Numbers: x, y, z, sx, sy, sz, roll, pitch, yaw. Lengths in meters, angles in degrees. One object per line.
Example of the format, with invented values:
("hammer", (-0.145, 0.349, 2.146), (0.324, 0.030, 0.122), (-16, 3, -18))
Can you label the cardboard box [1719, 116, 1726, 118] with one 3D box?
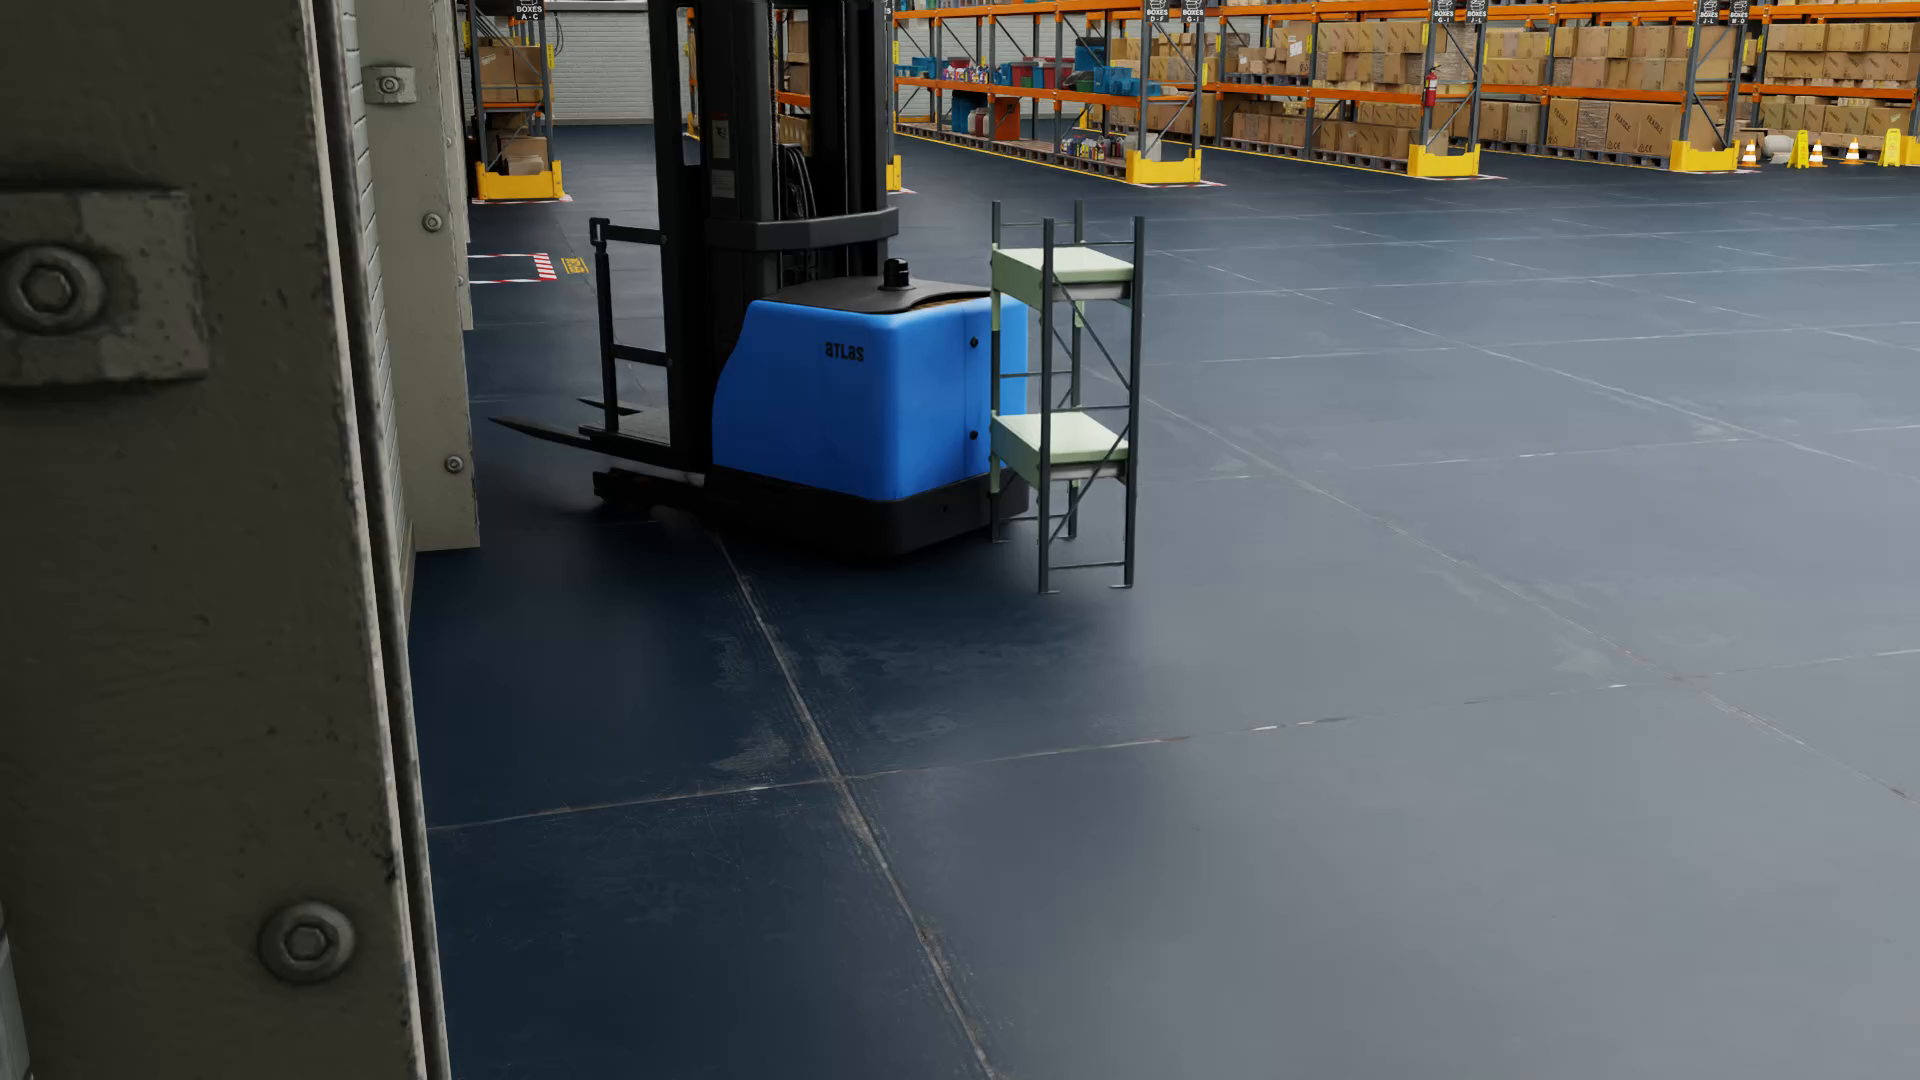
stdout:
("cardboard box", (15.929, -8.846, 35.526), (0.950, 0.372, 0.625), (-4, 17, -13))

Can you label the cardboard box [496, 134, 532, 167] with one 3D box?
("cardboard box", (-7.024, -6.139, 26.256), (0.500, 0.500, 0.500), (-6, 18, -19))

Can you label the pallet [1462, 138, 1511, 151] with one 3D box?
("pallet", (11.114, -8.159, 34.246), (1.003, 0.211, 1.213), (-5, 17, -15))

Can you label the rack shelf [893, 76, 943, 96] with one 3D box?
("rack shelf", (-0.570, -10.614, 38.825), (1.077, 0.370, 4.000), (-5, 17, -15))

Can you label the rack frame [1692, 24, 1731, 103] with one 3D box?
("rack frame", (19.042, -11.974, 42.101), (1.000, 3.000, 0.127), (-5, 17, -15))

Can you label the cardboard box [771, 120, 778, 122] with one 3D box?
("cardboard box", (-3.391, -7.465, 30.166), (0.500, 0.311, 0.500), (-5, 17, -16))

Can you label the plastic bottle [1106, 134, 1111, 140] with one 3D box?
("plastic bottle", (2.632, -6.980, 29.313), (0.144, 0.351, 0.185), (-5, 17, -17))

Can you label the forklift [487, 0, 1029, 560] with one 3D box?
("forklift", (-1.141, -1.644, 7.831), (3.031, 2.935, 1.130), (13, 21, 37))

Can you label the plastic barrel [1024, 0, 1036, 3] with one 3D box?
("plastic barrel", (1.470, -10.355, 30.625), (0.600, 0.901, 0.708), (-5, 17, -15))

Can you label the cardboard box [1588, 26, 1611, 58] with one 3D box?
("cardboard box", (12.085, -9.130, 30.494), (0.875, 0.550, 0.550), (-5, 17, -15))

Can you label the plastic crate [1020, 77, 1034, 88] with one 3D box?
("plastic crate", (1.428, -8.551, 31.073), (0.450, 0.188, 0.662), (-5, 17, -15))

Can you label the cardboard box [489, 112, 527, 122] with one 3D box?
("cardboard box", (-8.523, -7.901, 31.549), (0.750, 0.750, 0.750), (-5, 17, -16))

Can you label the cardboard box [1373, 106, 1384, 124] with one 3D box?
("cardboard box", (9.791, -9.650, 37.979), (0.500, 0.500, 0.500), (-4, 17, -14))

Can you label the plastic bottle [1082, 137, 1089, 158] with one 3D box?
("plastic bottle", (2.170, -6.709, 28.413), (0.144, 0.351, 0.185), (-5, 17, -16))

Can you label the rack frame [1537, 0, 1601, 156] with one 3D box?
("rack frame", (11.737, -8.949, 32.029), (1.000, 3.000, 0.127), (-5, 17, -15))

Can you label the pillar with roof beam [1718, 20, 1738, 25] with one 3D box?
("pillar with roof beam", (15.578, -14.771, 40.984), (9.100, 9.000, 0.400), (-5, 17, -15))

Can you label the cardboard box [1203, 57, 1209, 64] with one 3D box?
("cardboard box", (5.336, -9.994, 35.335), (0.500, 0.500, 0.500), (-5, 17, -16))

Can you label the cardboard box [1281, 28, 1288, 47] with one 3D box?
("cardboard box", (8.452, -12.653, 41.932), (0.500, 0.500, 0.500), (-4, 17, -14))

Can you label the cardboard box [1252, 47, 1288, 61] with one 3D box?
("cardboard box", (6.278, -9.647, 33.451), (0.700, 0.500, 0.500), (-2, 17, -7))

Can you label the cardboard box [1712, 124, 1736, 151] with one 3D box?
("cardboard box", (14.386, -7.675, 31.891), (0.797, 0.637, 0.503), (-5, 17, -15))

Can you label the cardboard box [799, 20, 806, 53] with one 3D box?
("cardboard box", (-2.180, -8.071, 26.678), (0.700, 0.500, 0.500), (-5, 17, -15))

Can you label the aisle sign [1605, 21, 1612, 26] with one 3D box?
("aisle sign", (17.641, -14.321, 45.396), (0.394, 0.787, 0.004), (-5, 17, -15))

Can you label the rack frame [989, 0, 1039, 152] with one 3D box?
("rack frame", (1.079, -9.299, 33.196), (1.000, 3.000, 0.127), (-5, 17, -15))

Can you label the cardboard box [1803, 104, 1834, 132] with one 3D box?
("cardboard box", (16.671, -8.136, 32.070), (0.500, 0.500, 0.500), (-4, 17, -12))

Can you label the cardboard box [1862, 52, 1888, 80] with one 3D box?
("cardboard box", (17.021, -8.719, 30.574), (0.500, 0.500, 0.500), (-5, 17, -15))

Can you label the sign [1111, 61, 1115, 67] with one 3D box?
("sign", (2.710, -8.366, 29.608), (0.100, 0.325, 0.005), (-5, 17, -15))

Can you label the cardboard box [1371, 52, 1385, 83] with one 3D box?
("cardboard box", (7.566, -8.093, 28.490), (0.875, 0.500, 0.500), (-5, 17, -15))

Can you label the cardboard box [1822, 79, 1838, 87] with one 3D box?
("cardboard box", (16.686, -8.713, 31.681), (0.380, 0.149, 0.250), (-5, 17, -15))

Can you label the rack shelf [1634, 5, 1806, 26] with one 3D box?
("rack shelf", (15.919, -11.013, 34.938), (1.077, 0.370, 4.000), (-5, 17, -15))

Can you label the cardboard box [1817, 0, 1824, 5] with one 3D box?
("cardboard box", (16.605, -10.295, 31.733), (0.380, 0.149, 0.250), (-5, 18, -17))

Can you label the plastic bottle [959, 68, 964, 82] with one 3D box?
("plastic bottle", (0.059, -9.868, 35.305), (0.152, 0.276, 0.135), (-5, 17, -15))

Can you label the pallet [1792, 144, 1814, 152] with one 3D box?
("pallet", (16.687, -7.850, 33.217), (1.003, 0.211, 1.213), (-5, 17, -15))

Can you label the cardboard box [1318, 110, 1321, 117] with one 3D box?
("cardboard box", (8.995, -10.425, 40.654), (0.380, 0.149, 0.250), (-5, 17, -15))

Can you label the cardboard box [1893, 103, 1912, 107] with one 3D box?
("cardboard box", (20.880, -9.184, 36.210), (0.875, 0.625, 0.625), (-5, 17, -16))

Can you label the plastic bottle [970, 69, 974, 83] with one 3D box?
("plastic bottle", (0.243, -9.638, 34.526), (0.061, 0.283, 0.133), (-5, 17, -15))

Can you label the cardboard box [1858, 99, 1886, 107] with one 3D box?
("cardboard box", (16.932, -8.113, 30.865), (0.380, 0.149, 0.250), (-4, 17, -14))

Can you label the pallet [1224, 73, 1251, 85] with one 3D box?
("pallet", (6.139, -9.410, 33.899), (1.213, 0.211, 1.003), (-5, 17, -15))

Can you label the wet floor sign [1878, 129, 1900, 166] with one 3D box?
("wet floor sign", (16.592, -6.997, 29.624), (0.267, 0.644, 0.232), (1, 17, 4))

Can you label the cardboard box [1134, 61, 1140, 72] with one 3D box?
("cardboard box", (4.368, -10.969, 38.500), (0.500, 0.250, 0.500), (-5, 17, -16))

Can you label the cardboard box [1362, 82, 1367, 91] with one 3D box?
("cardboard box", (7.248, -7.902, 28.979), (0.380, 0.149, 0.250), (-5, 17, -15))

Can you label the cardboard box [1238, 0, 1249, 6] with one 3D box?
("cardboard box", (5.866, -10.764, 33.117), (0.500, 0.250, 0.500), (-4, 17, -14))

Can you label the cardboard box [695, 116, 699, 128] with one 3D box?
("cardboard box", (-5.869, -9.704, 38.559), (0.500, 0.250, 0.500), (-5, 17, -15))

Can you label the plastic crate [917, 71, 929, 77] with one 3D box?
("plastic crate", (-0.788, -10.766, 38.433), (0.293, 0.136, 0.466), (-5, 17, -15))

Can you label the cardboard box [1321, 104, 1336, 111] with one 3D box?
("cardboard box", (9.007, -10.496, 40.371), (0.380, 0.149, 0.250), (-5, 17, -16))

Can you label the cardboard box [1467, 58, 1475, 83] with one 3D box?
("cardboard box", (10.782, -9.678, 34.281), (0.500, 0.500, 0.500), (-5, 17, -15))

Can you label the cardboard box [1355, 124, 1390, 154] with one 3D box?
("cardboard box", (7.423, -7.151, 29.660), (0.500, 0.500, 0.500), (-6, 18, -20))

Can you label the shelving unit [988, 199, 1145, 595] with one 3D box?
("shelving unit", (0.422, -0.614, 6.888), (0.431, 1.500, 0.755), (-4, 17, -14))

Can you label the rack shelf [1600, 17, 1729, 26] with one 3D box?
("rack shelf", (18.492, -13.620, 43.615), (1.077, 0.370, 4.000), (-5, 17, -15))

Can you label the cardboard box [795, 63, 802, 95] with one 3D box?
("cardboard box", (-2.306, -7.583, 27.307), (0.700, 0.500, 0.500), (-5, 17, -16))

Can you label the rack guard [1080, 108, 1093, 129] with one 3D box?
("rack guard", (3.636, -10.713, 42.248), (1.175, 0.500, 0.348), (-5, 17, -15))

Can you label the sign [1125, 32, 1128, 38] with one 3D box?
("sign", (4.168, -12.611, 41.796), (0.100, 0.325, 0.005), (-5, 17, -15))
